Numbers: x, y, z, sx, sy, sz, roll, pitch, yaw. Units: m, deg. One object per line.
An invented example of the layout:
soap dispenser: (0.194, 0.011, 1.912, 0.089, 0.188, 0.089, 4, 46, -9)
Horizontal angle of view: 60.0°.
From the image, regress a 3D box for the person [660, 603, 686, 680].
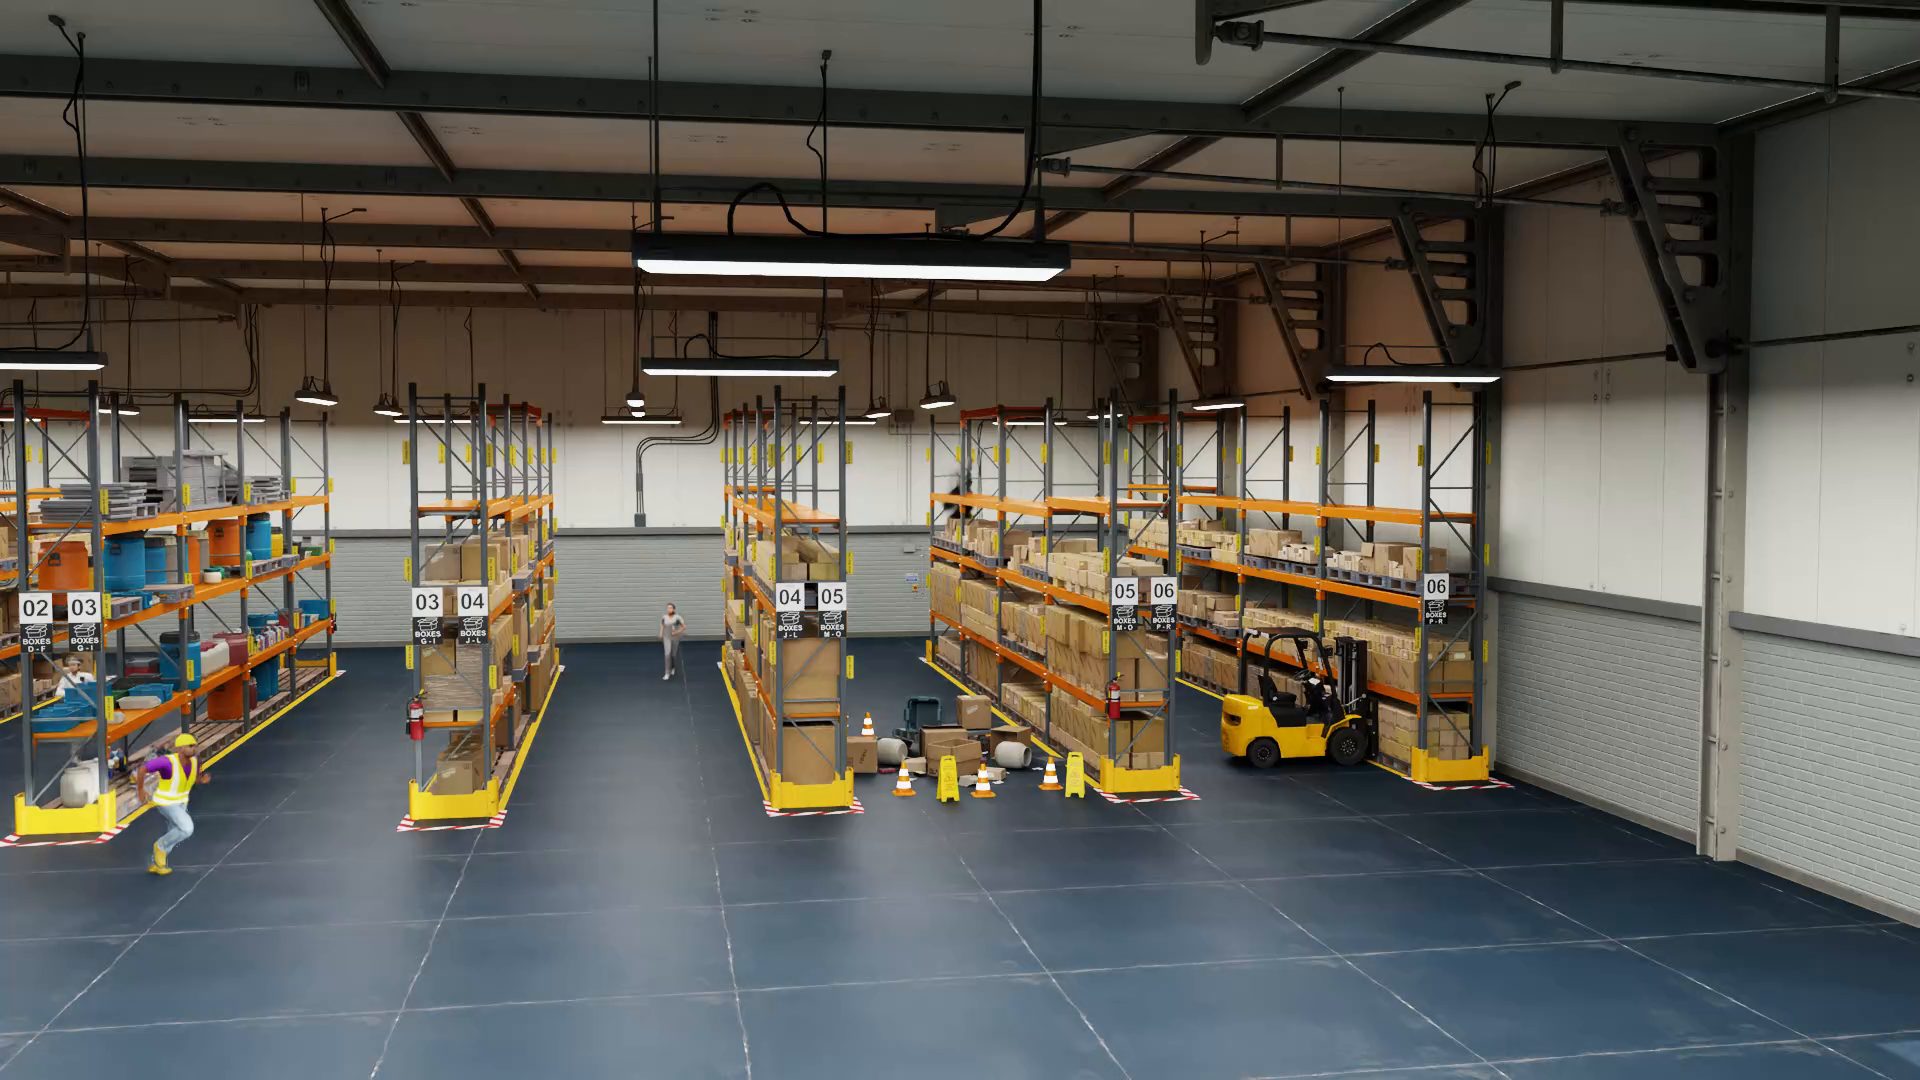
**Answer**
person: (-6.451, 2.261, 37.343, 0.587, 1.664, 0.899, 0, 3, -1)

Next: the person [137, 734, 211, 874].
person: (-9.338, 3.147, 19.817, 0.795, 1.679, 0.684, 1, 3, 10)

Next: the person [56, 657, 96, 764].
person: (-14.570, 2.773, 27.435, 0.622, 1.714, 0.896, 0, 3, -9)
